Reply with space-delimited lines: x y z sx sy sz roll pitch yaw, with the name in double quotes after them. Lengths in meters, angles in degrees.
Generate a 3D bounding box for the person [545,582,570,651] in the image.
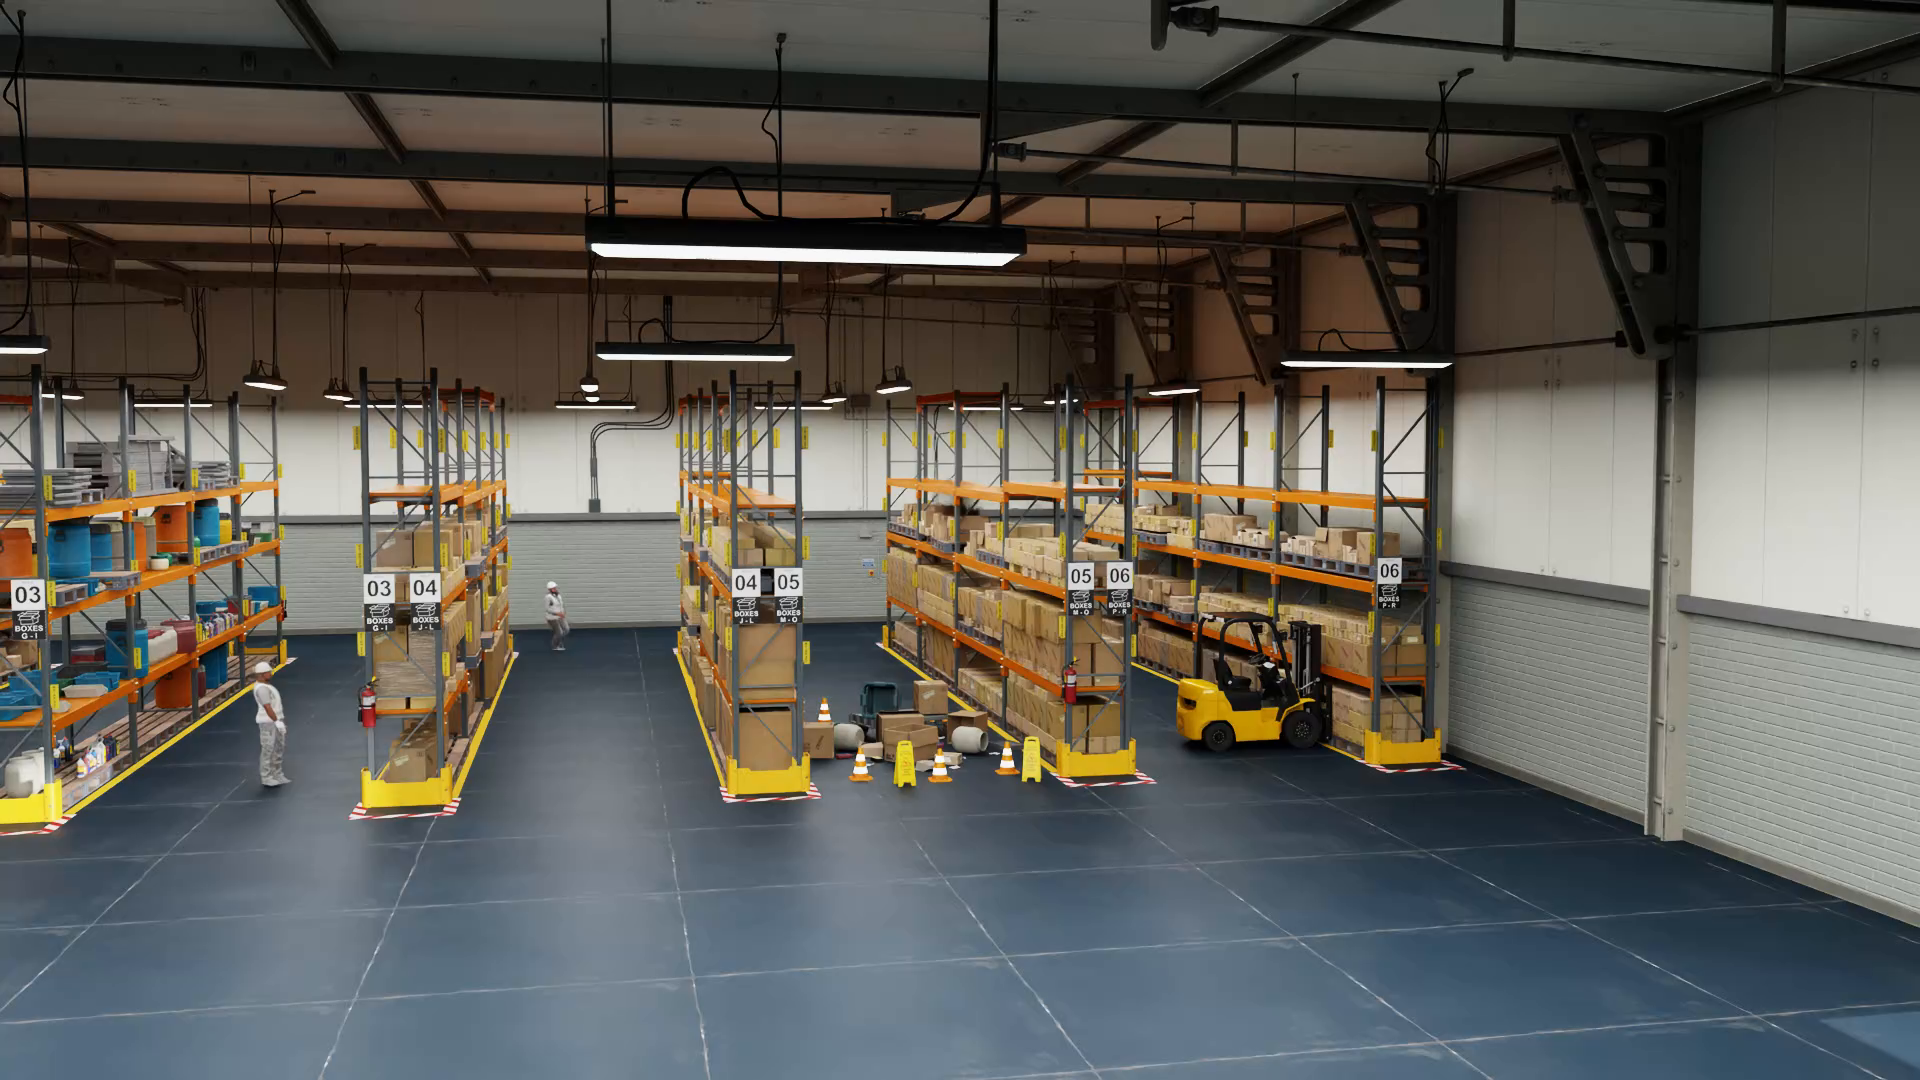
-9.535 1.817 39.403 0.555 1.693 0.779 1 4 20 "person"

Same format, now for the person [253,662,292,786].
-10.009 2.681 24.176 0.615 1.821 0.585 0 3 3 "person"

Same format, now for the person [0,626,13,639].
-21.672 1.897 37.682 1.115 1.737 0.612 0 3 8 "person"
